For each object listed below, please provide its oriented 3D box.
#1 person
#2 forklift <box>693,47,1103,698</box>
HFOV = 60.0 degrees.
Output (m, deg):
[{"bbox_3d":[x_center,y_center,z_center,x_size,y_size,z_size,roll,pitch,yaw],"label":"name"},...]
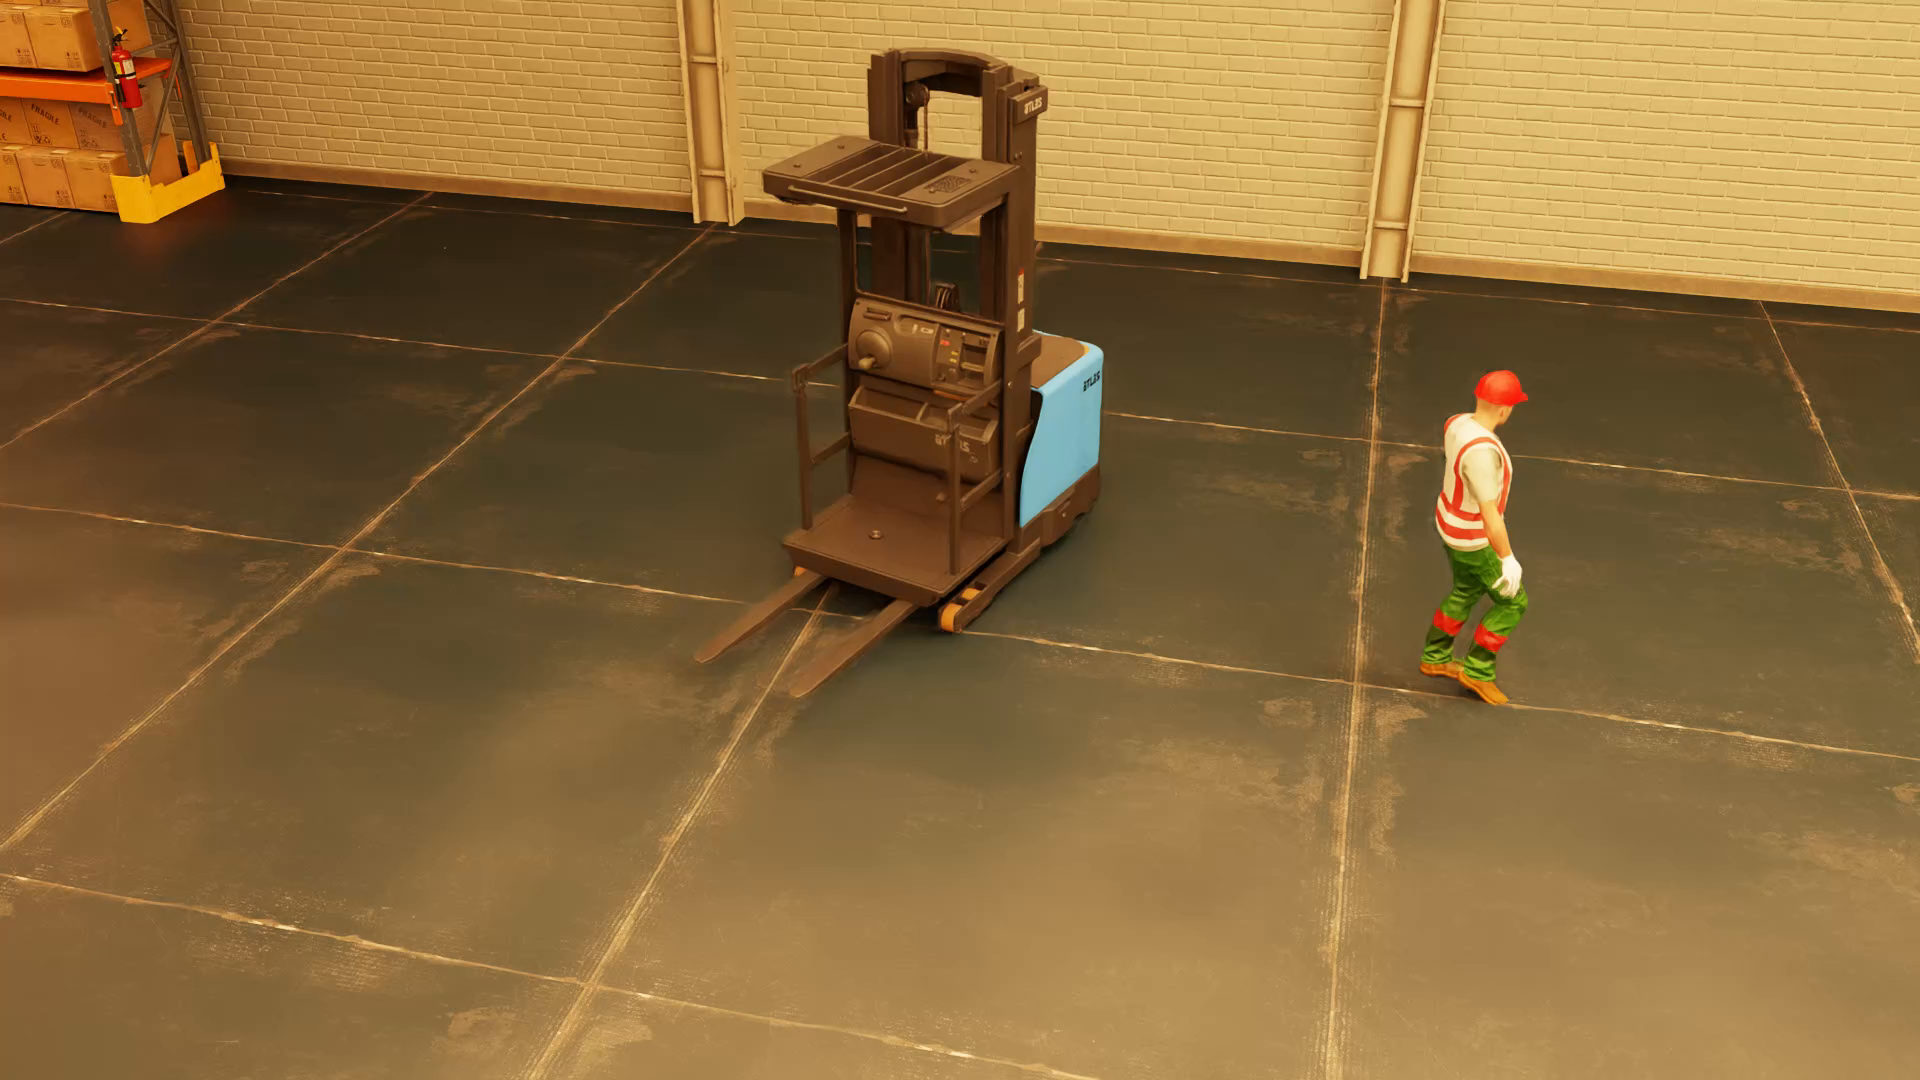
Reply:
[{"bbox_3d":[2.648,-0.024,8.436,0.478,1.797,0.944,2,30,4],"label":"person"},{"bbox_3d":[-0.314,-1.017,8.966,1.130,2.935,3.031,17,34,27],"label":"forklift"}]
